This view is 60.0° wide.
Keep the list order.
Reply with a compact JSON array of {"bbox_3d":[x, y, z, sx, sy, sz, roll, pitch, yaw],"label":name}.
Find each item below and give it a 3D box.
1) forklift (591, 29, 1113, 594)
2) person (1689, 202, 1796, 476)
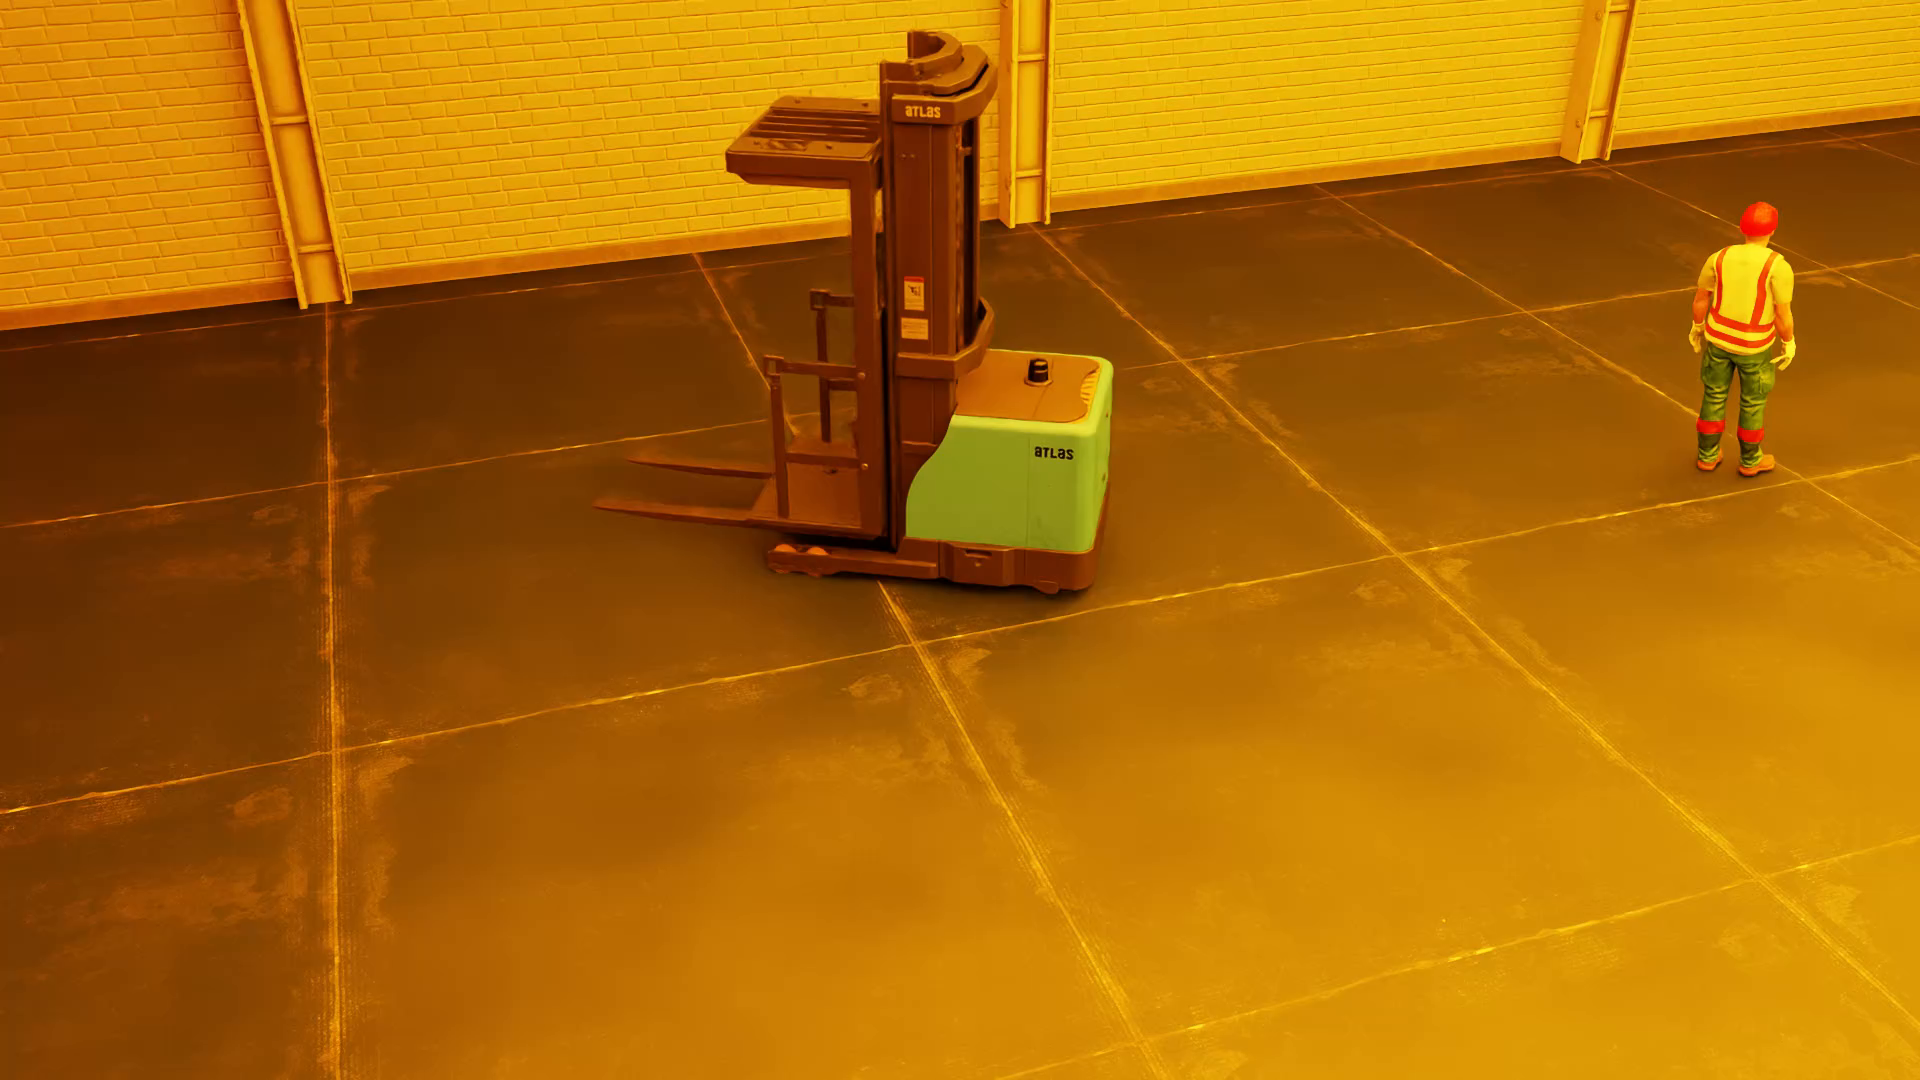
[{"bbox_3d":[-0.660,-1.310,9.364,3.031,2.935,1.130,5,30,9],"label":"forklift"},{"bbox_3d":[4.924,-1.270,10.426,0.564,1.787,0.638,-26,39,-37],"label":"person"}]
